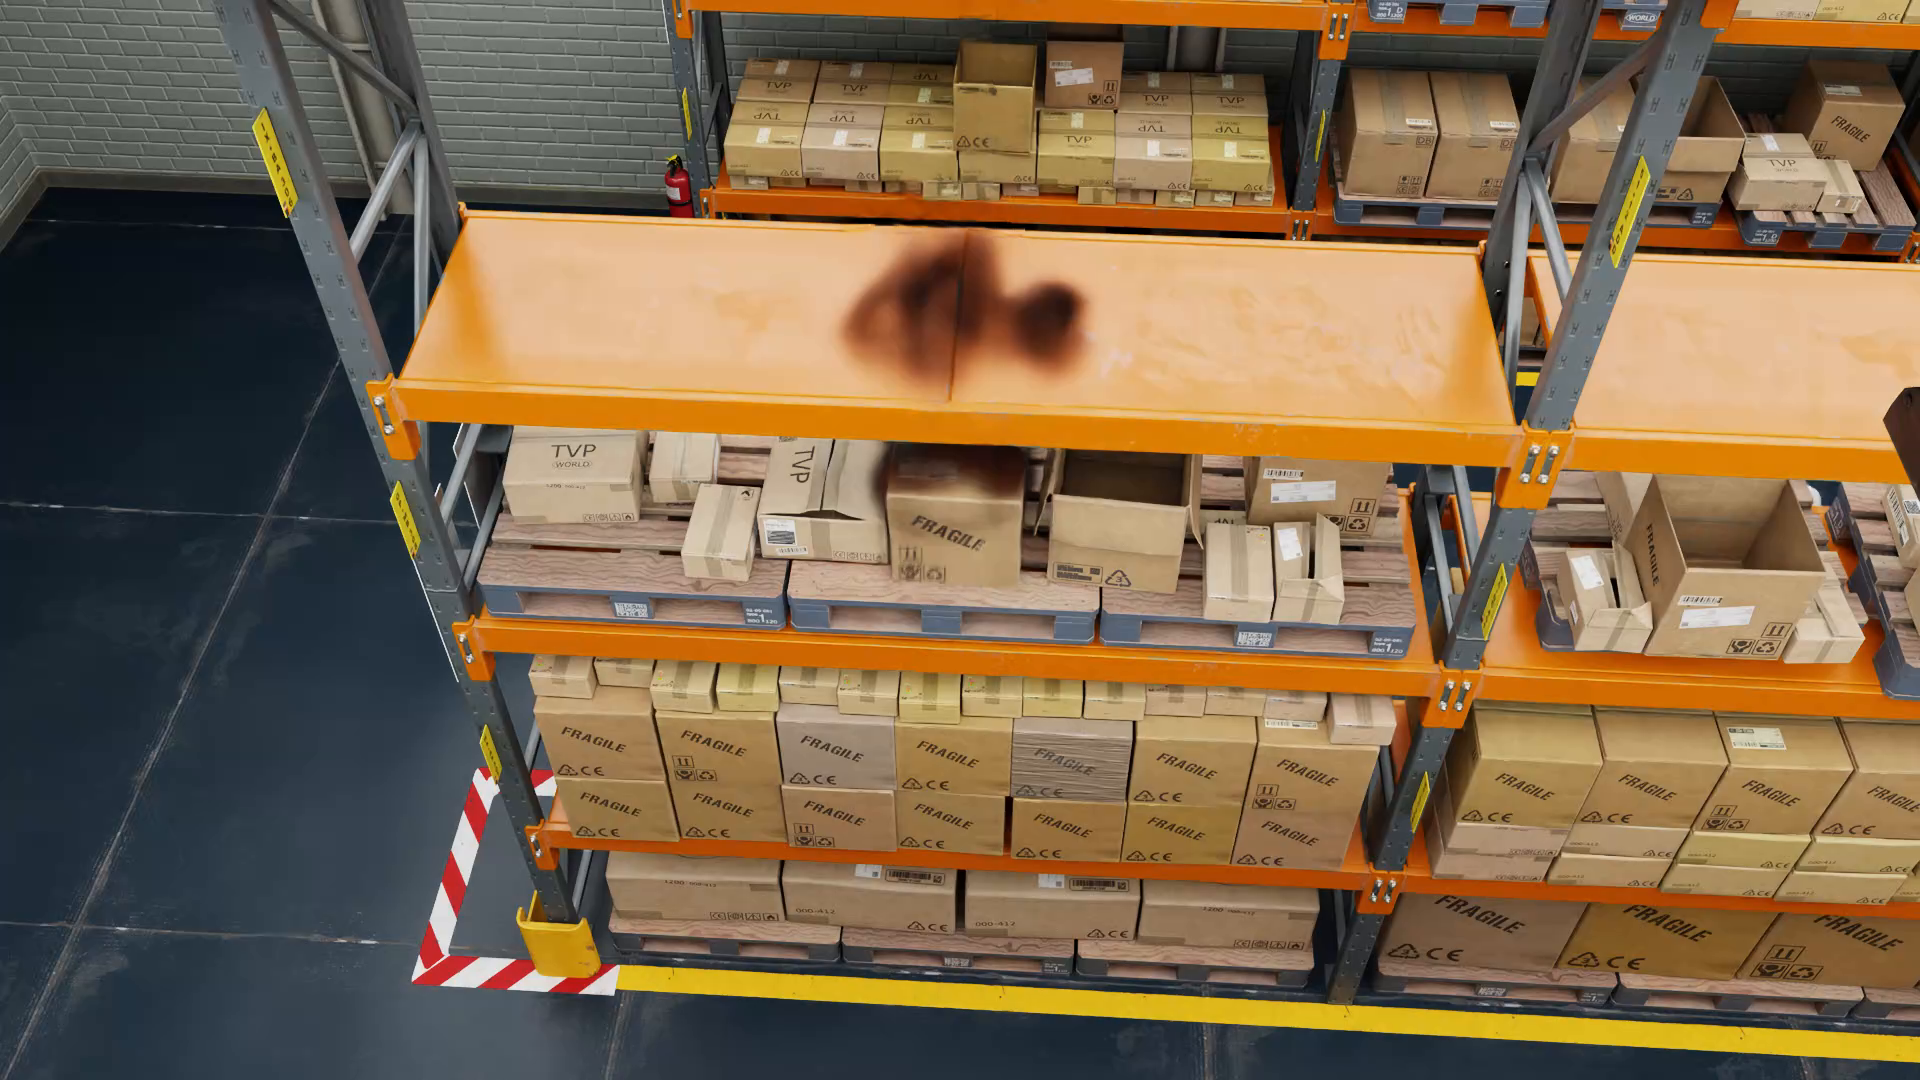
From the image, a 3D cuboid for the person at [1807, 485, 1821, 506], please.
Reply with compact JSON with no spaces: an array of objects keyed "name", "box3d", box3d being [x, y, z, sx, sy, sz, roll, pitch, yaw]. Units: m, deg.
[{"name":"person","box3d":[4.320,0.335,9.262,0.551,1.738,0.687,1,48,1]}]
